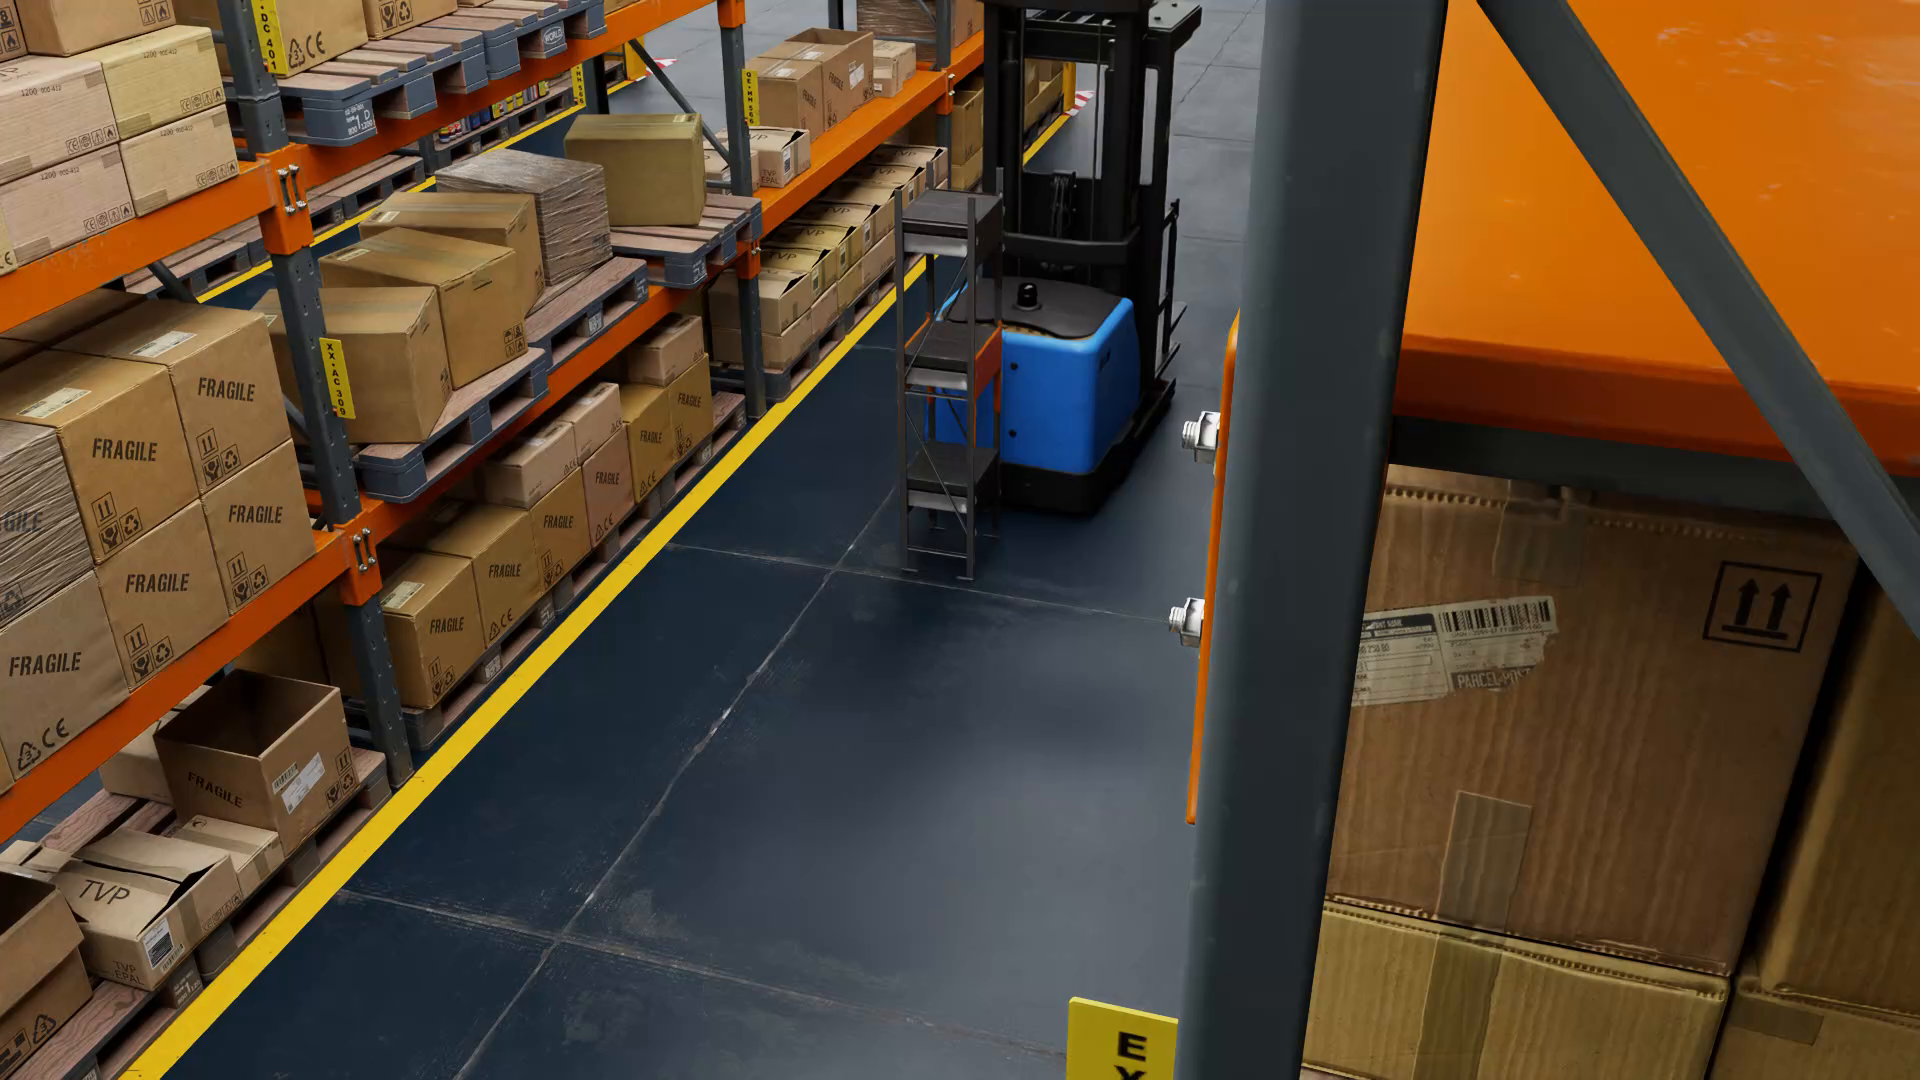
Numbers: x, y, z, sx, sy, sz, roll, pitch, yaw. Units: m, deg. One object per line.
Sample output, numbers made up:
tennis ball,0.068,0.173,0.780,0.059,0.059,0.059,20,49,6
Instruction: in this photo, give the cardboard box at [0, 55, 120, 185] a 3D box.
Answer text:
cardboard box,-2.948,-1.282,5.024,0.500,0.250,0.500,8,30,15

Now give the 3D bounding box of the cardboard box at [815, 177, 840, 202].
cardboard box,-1.229,-2.631,12.713,0.500,0.311,0.500,8,30,13

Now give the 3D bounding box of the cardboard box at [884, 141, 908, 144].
cardboard box,-0.640,-3.261,14.424,0.500,0.250,0.500,8,30,15

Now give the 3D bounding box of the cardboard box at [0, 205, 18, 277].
cardboard box,-3.099,-0.832,4.729,0.500,0.250,0.500,8,30,15

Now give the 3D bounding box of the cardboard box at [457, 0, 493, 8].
cardboard box,-2.308,-2.741,7.368,0.600,0.600,0.600,7,30,13

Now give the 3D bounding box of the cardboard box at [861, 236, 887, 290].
cardboard box,-0.862,-2.072,12.285,0.500,0.250,0.500,9,30,16

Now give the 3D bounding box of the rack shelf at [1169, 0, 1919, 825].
rack shelf,1.234,-0.813,2.606,1.077,0.370,4.000,8,30,15

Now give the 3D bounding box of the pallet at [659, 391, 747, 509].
pallet,-1.997,-0.614,10.136,1.003,0.211,1.213,8,30,15

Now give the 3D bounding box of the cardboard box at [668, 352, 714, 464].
cardboard box,-1.791,-0.806,9.731,0.500,0.500,0.500,10,31,17

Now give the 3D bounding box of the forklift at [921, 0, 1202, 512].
forklift,0.765,-2.138,10.078,1.130,2.935,3.031,10,31,18

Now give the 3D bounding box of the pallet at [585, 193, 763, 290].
pallet,-1.873,-1.765,9.535,1.213,0.211,1.003,8,30,15

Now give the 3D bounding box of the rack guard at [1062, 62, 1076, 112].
rack guard,0.614,-4.810,17.383,1.175,0.500,0.348,8,30,15

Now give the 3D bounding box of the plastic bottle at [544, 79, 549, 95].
plastic bottle,-4.247,-4.654,16.956,0.097,0.201,0.097,0,29,0

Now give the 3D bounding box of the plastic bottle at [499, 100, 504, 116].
plastic bottle,-4.507,-4.243,16.217,0.097,0.201,0.097,0,29,0

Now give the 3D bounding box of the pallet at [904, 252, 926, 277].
pallet,-0.746,-2.466,13.466,1.003,0.211,1.213,8,30,15

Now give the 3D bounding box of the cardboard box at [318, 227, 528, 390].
cardboard box,-2.421,-1.059,7.533,0.700,0.500,0.500,13,32,23

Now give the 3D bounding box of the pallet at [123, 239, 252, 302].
pallet,-6.211,-2.018,12.661,1.003,0.211,1.213,8,30,15

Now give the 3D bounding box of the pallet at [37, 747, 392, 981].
pallet,-3.118,1.223,6.835,1.003,0.211,1.213,8,30,15

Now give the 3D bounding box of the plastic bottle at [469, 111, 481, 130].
plastic bottle,-4.668,-4.092,15.792,0.144,0.351,0.185,9,30,16

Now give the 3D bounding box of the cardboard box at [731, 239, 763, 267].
cardboard box,-1.677,-1.922,11.439,0.500,0.311,0.500,8,30,14

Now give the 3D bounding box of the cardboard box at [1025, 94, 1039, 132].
cardboard box,0.452,-4.116,15.959,0.500,0.250,0.500,8,30,15

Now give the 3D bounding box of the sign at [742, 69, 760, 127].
sign,-1.220,-2.572,9.679,0.100,0.325,0.005,8,30,15

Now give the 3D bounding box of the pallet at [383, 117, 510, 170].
pallet,-5.064,-3.829,15.916,1.003,0.211,1.213,8,30,15

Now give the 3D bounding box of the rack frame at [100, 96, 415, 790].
rack frame,-2.915,-0.315,6.731,1.000,3.000,0.127,8,30,15

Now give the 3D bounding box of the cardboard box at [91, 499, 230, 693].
cardboard box,-2.967,0.150,5.792,0.500,0.500,0.500,9,30,16

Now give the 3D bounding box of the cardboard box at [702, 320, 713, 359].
cardboard box,-1.820,-1.435,11.141,0.500,0.250,0.500,9,30,16

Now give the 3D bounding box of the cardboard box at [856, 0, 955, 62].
cardboard box,-0.443,-4.284,13.762,0.700,0.500,0.500,8,30,14

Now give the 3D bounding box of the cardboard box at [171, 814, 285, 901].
cardboard box,-2.864,1.227,6.439,0.380,0.149,0.250,8,30,15

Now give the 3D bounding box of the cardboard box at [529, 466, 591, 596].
cardboard box,-2.241,-0.086,8.437,0.500,0.500,0.500,9,30,15

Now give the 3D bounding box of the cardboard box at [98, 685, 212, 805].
cardboard box,-3.245,0.832,6.982,0.500,0.311,0.500,8,30,15

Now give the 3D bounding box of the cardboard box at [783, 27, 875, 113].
cardboard box,-0.963,-3.477,12.312,0.500,0.500,0.500,11,31,18

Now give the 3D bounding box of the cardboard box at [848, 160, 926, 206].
cardboard box,-0.559,-2.788,12.996,0.500,0.311,0.500,9,30,16

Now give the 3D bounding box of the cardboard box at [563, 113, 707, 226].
cardboard box,-1.818,-2.092,9.391,0.700,0.500,0.500,-1,29,-2

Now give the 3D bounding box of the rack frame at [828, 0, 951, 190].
rack frame,-0.567,-4.033,13.414,1.000,3.000,0.127,8,30,15

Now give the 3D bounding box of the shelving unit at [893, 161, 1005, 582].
shelving unit,-0.049,-0.841,8.601,0.431,2.100,0.503,8,30,15

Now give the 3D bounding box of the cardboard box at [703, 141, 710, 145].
cardboard box,-1.741,-2.521,10.955,0.380,0.149,0.250,8,30,15

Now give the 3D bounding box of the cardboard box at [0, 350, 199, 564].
cardboard box,-2.964,-0.285,5.546,0.500,0.500,0.500,8,30,14

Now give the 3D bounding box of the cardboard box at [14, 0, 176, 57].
cardboard box,-3.022,-1.875,5.318,0.700,0.500,0.500,8,30,15

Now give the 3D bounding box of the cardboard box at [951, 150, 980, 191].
cardboard box,-0.141,-3.187,14.290,0.500,0.250,0.500,8,30,15

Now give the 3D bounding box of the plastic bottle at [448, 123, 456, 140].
plastic bottle,-4.759,-3.843,15.499,0.097,0.201,0.097,0,29,0

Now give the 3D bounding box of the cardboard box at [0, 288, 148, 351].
cardboard box,-3.323,-0.617,6.142,0.500,0.500,0.500,9,30,16

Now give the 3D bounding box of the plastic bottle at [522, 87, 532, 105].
plastic bottle,-4.388,-4.508,16.618,0.152,0.276,0.135,8,30,13

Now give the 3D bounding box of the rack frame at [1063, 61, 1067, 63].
rack frame,0.607,-5.892,16.755,1.000,3.000,0.127,8,30,15

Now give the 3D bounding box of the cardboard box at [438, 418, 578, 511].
cardboard box,-2.247,-0.397,8.226,0.500,0.250,0.500,9,30,15

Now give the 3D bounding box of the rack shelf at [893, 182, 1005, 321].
rack shelf,-0.049,-1.440,8.268,0.431,0.518,0.480,8,30,15

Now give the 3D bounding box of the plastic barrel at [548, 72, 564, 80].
plastic barrel,-4.394,-5.147,17.544,0.421,0.512,0.421,0,29,0

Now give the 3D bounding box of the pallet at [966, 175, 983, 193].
pallet,-0.294,-3.178,14.745,1.003,0.211,1.213,8,30,15

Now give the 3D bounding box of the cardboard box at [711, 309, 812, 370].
cardboard box,-1.307,-1.357,11.001,0.500,0.250,0.500,8,30,15

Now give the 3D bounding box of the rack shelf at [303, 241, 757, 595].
rack shelf,-2.328,-0.930,8.576,1.077,0.370,4.000,8,30,15

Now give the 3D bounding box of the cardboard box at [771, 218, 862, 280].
cardboard box,-1.009,-2.084,11.731,0.500,0.311,0.500,8,30,14

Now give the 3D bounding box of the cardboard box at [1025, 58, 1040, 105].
cardboard box,0.454,-4.443,15.776,0.500,0.500,0.500,8,30,15

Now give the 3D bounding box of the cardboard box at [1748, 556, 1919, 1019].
cardboard box,1.092,0.144,1.668,0.500,0.500,0.500,7,30,13

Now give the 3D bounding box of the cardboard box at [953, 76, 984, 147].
cardboard box,0.007,-3.747,14.525,0.500,0.500,0.500,8,30,15

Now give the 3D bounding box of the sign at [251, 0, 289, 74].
sign,-2.394,-1.778,5.743,0.100,0.325,0.005,8,30,15
